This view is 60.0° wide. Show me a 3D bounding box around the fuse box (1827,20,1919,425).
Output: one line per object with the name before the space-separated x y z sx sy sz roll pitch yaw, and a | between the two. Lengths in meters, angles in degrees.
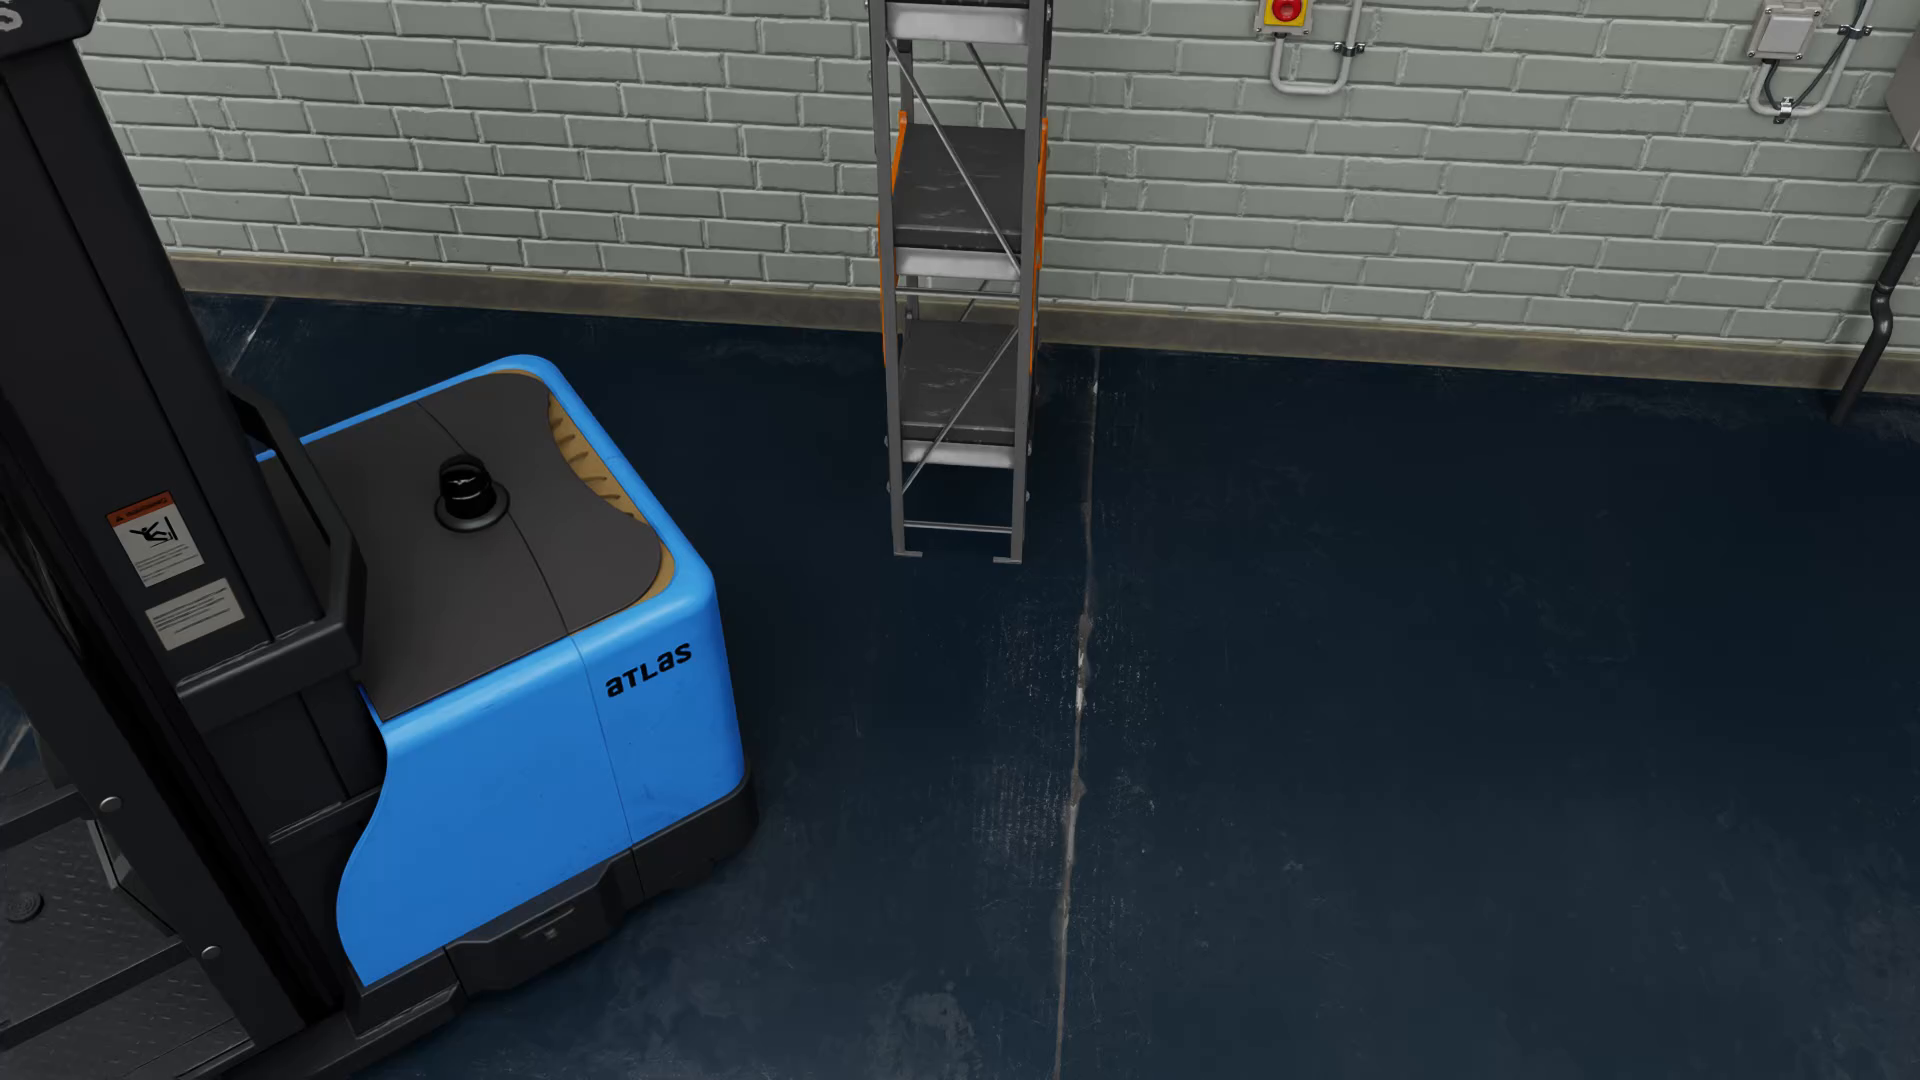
fuse box | 2.988 -0.963 4.971 0.539 1.711 0.414 4 48 4

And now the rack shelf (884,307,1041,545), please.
rack shelf | 0.015 -0.349 5.113 0.431 0.518 0.480 4 48 4

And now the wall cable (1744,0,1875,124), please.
wall cable | 2.322 -1.903 4.269 0.588 1.984 0.122 4 48 4

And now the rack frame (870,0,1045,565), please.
rack frame | -0.007 -0.651 4.422 0.400 2.100 0.015 4 48 4

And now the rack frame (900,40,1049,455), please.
rack frame | 0.037 -1.010 4.750 0.400 2.100 0.015 4 48 4

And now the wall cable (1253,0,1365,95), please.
wall cable | 0.909 -2.000 4.337 0.585 1.953 0.123 4 48 4

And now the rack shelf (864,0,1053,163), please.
rack shelf | 0.015 -1.294 4.080 0.431 0.518 0.480 4 48 4

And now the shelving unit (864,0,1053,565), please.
shelving unit | 0.015 -0.830 4.586 0.431 2.100 0.503 4 48 4

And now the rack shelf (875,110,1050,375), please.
rack shelf | 0.015 -0.821 4.597 0.431 0.518 0.480 4 48 4

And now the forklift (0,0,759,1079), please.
forklift | -2.049 0.137 3.139 3.031 2.935 1.130 -26 53 -22
